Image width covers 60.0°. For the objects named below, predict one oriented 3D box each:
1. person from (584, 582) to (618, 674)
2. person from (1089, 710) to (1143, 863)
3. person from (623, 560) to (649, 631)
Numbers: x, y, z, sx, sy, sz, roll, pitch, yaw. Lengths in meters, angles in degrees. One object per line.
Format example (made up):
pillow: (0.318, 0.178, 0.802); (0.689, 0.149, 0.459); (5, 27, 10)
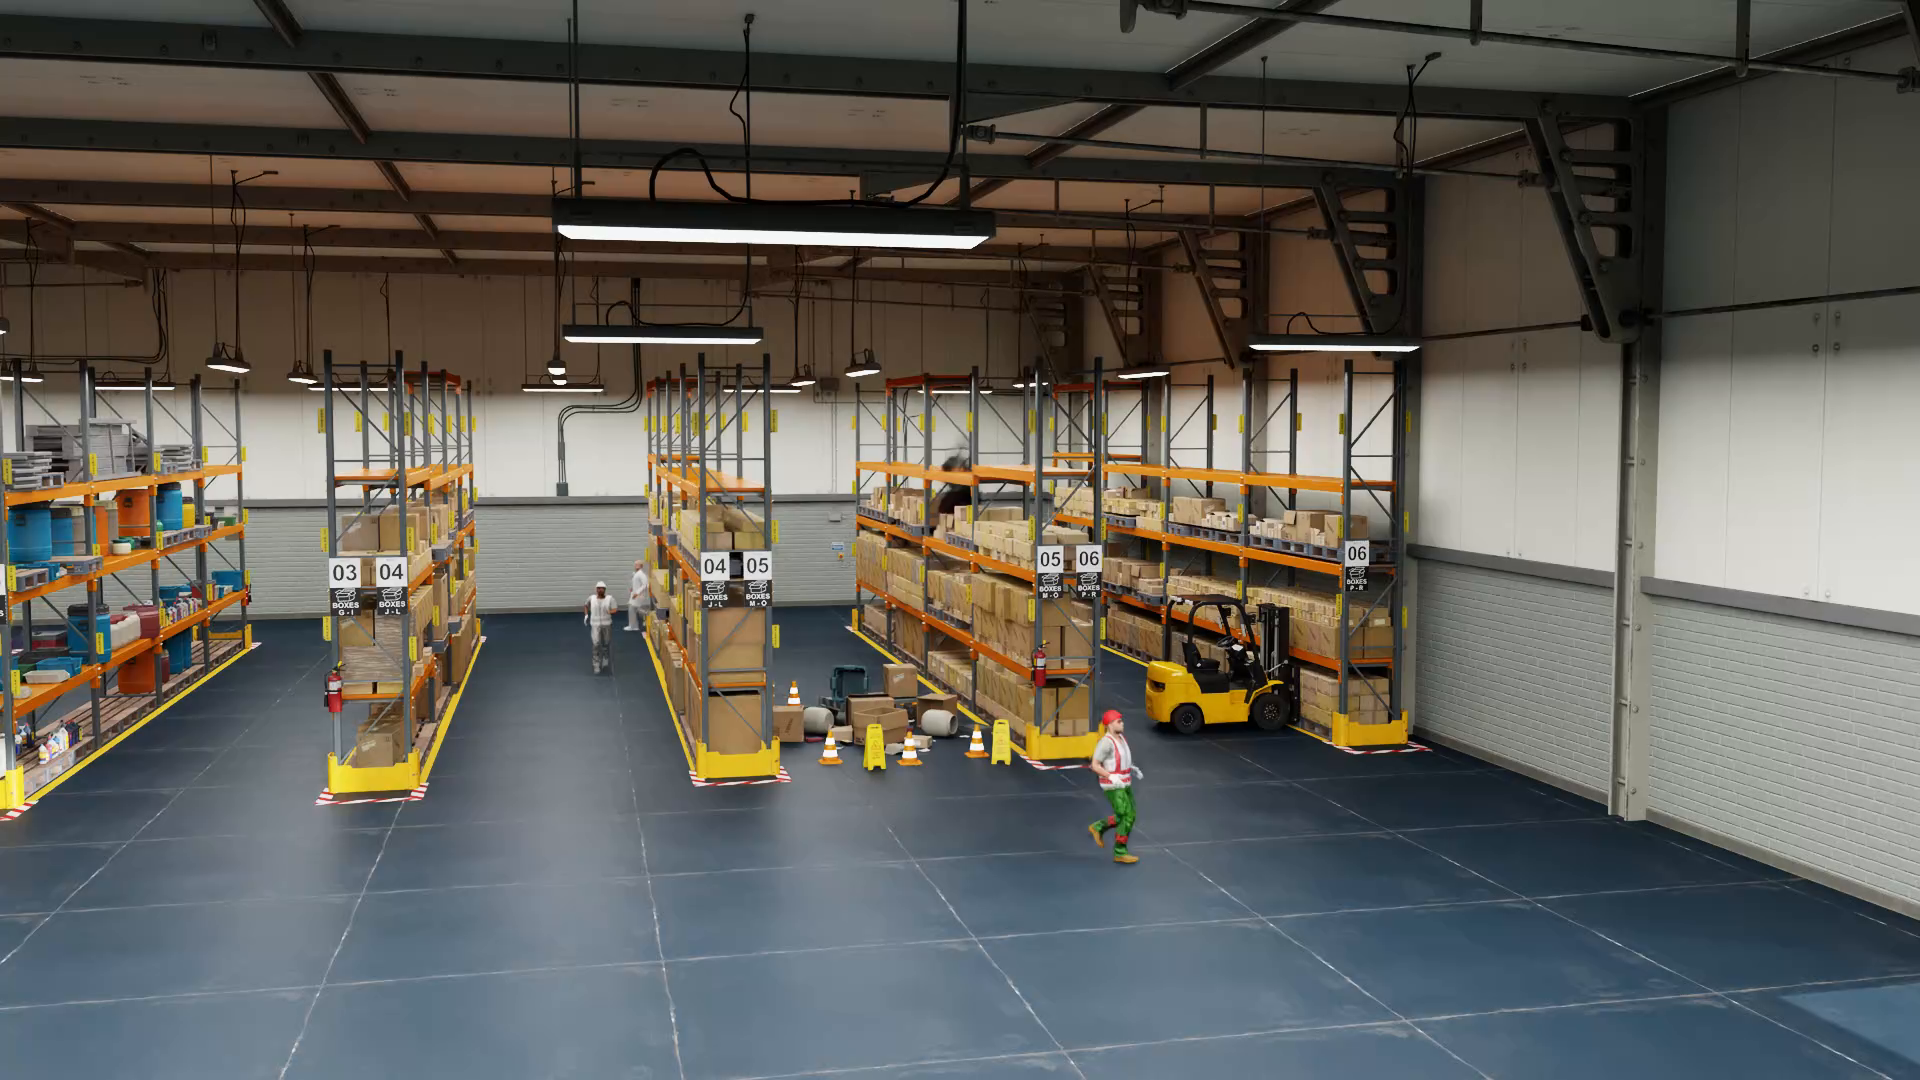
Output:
person: (-7.273, 1.751, 33.700); (0.672, 1.826, 0.857); (-1, 4, -13)
person: (1.744, 2.808, 19.039); (0.673, 1.740, 0.657); (2, 5, 31)
person: (-7.731, 1.342, 40.220); (0.740, 1.723, 0.752); (-2, 4, -27)
